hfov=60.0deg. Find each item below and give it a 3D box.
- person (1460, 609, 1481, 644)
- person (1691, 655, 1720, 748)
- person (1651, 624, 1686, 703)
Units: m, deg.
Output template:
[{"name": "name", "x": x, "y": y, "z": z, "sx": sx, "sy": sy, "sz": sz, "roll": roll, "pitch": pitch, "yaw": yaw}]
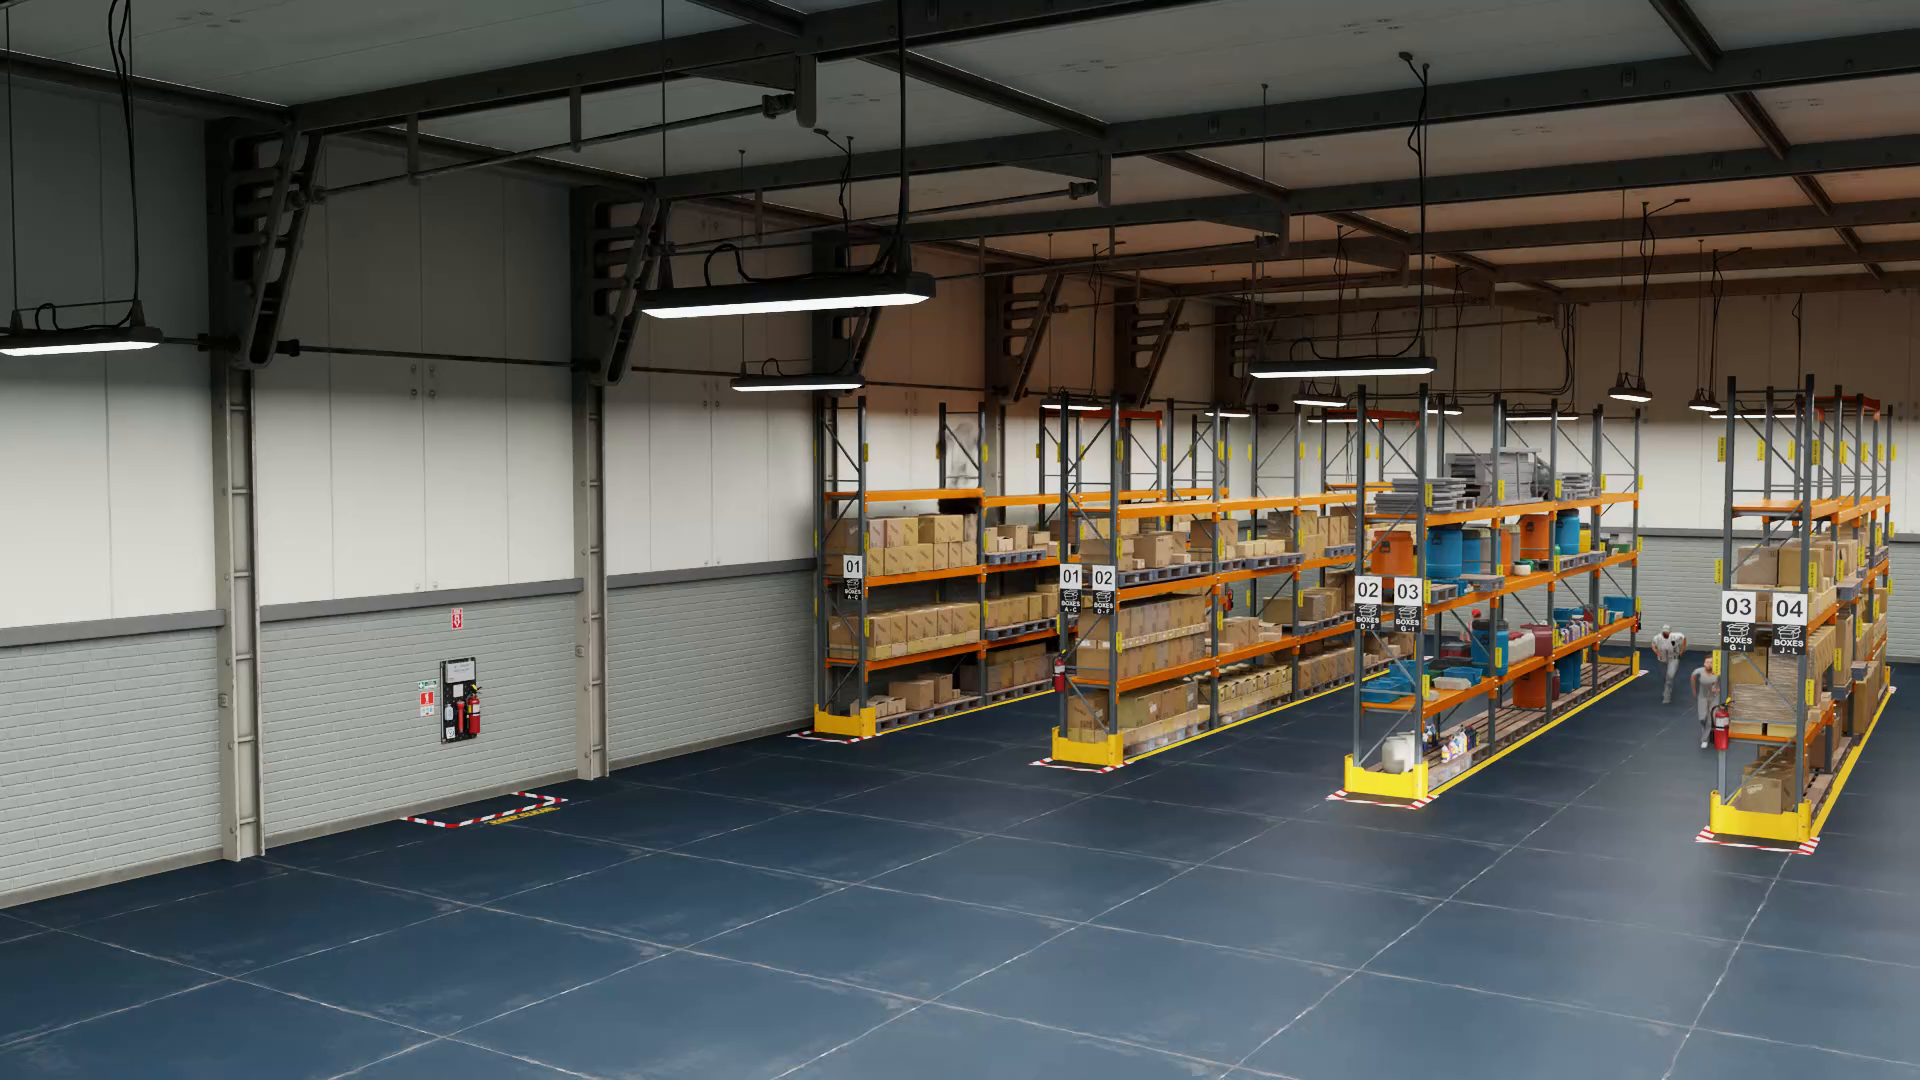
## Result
[{"name": "person", "x": 10.684, "y": 2.325, "z": 34.399, "sx": 0.662, "sy": 1.802, "sz": 0.916, "roll": 2, "pitch": 4, "yaw": 32}, {"name": "person", "x": 12.695, "y": 2.736, "z": 28.222, "sx": 0.554, "sy": 1.597, "sz": 0.684, "roll": 1, "pitch": 3, "yaw": 25}, {"name": "person", "x": 14.307, "y": 2.482, "z": 33.573, "sx": 0.648, "sy": 1.622, "sz": 1.035, "roll": 2, "pitch": 3, "yaw": 28}]
